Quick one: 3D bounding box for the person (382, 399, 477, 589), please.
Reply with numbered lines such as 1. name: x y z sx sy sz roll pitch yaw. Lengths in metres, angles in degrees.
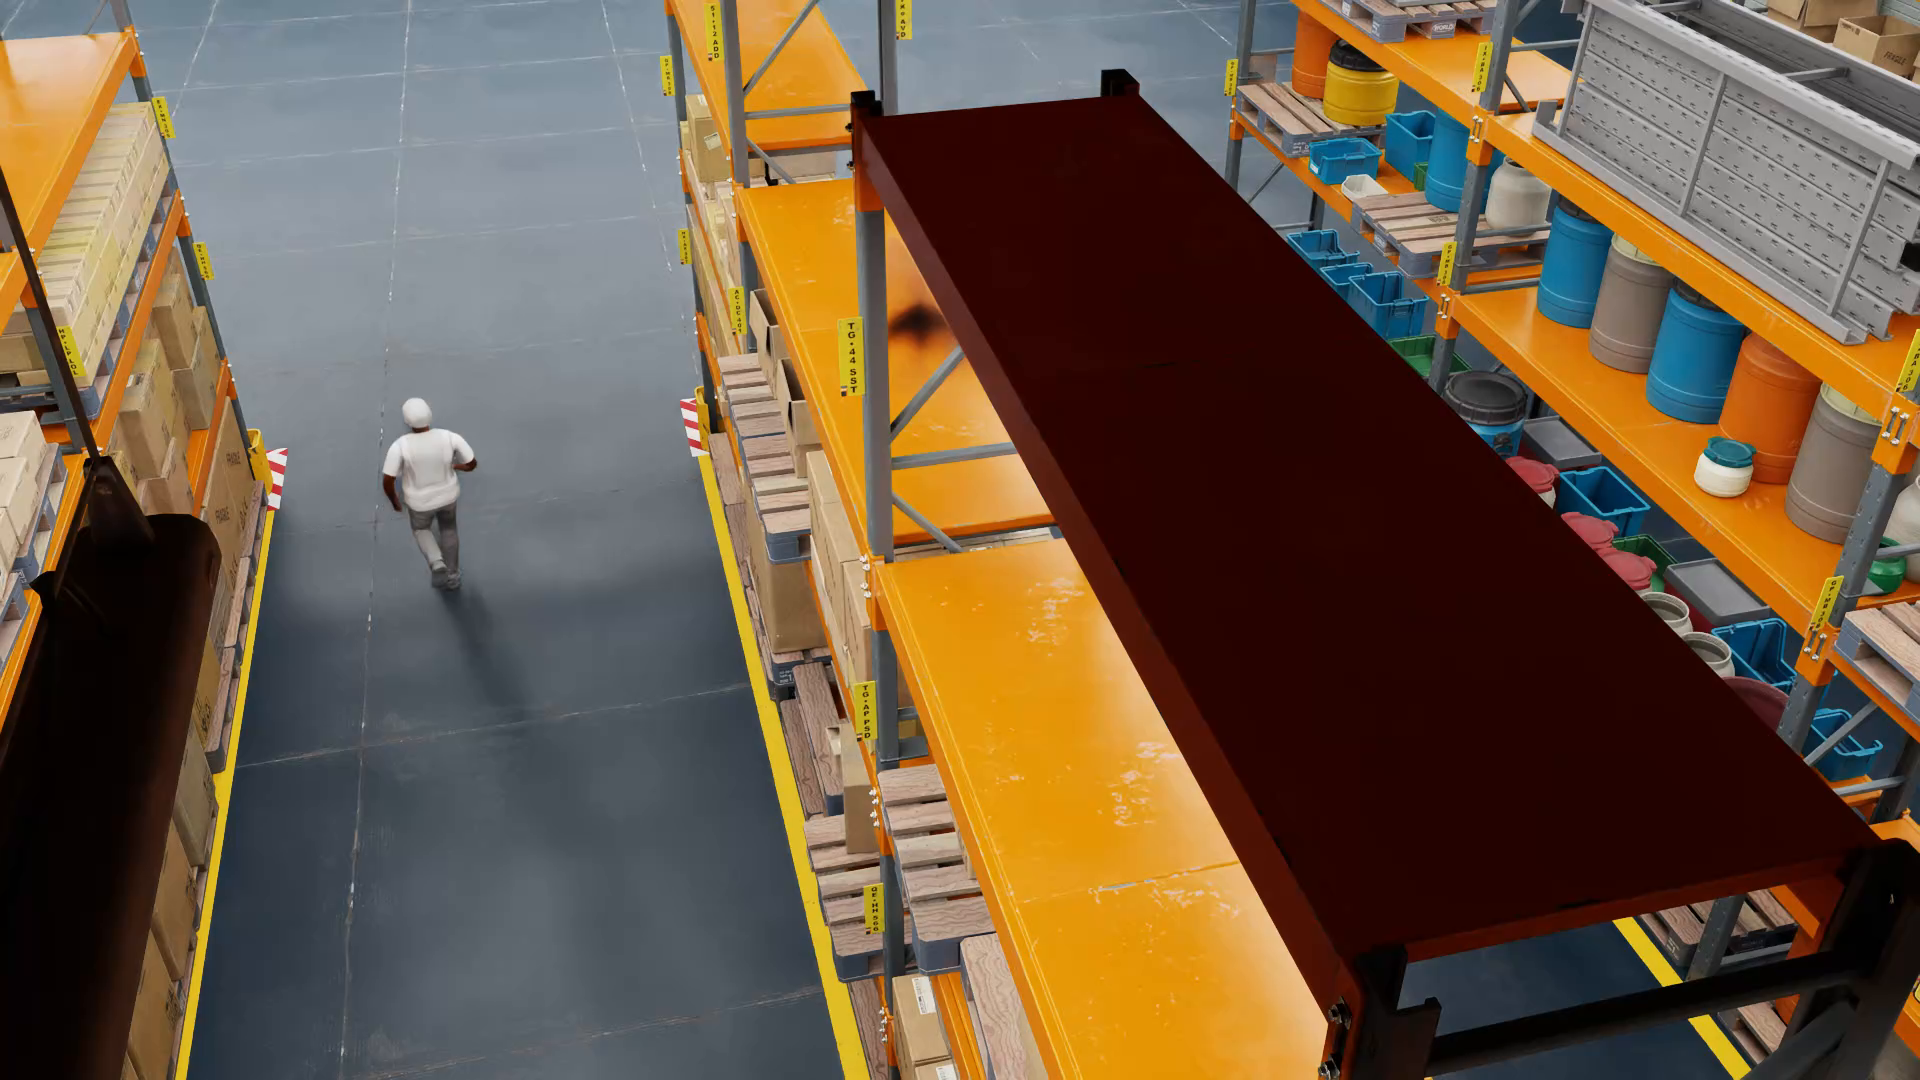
1. person: -4.137 -0.336 13.075 0.736 1.726 0.613 -17 38 -23
